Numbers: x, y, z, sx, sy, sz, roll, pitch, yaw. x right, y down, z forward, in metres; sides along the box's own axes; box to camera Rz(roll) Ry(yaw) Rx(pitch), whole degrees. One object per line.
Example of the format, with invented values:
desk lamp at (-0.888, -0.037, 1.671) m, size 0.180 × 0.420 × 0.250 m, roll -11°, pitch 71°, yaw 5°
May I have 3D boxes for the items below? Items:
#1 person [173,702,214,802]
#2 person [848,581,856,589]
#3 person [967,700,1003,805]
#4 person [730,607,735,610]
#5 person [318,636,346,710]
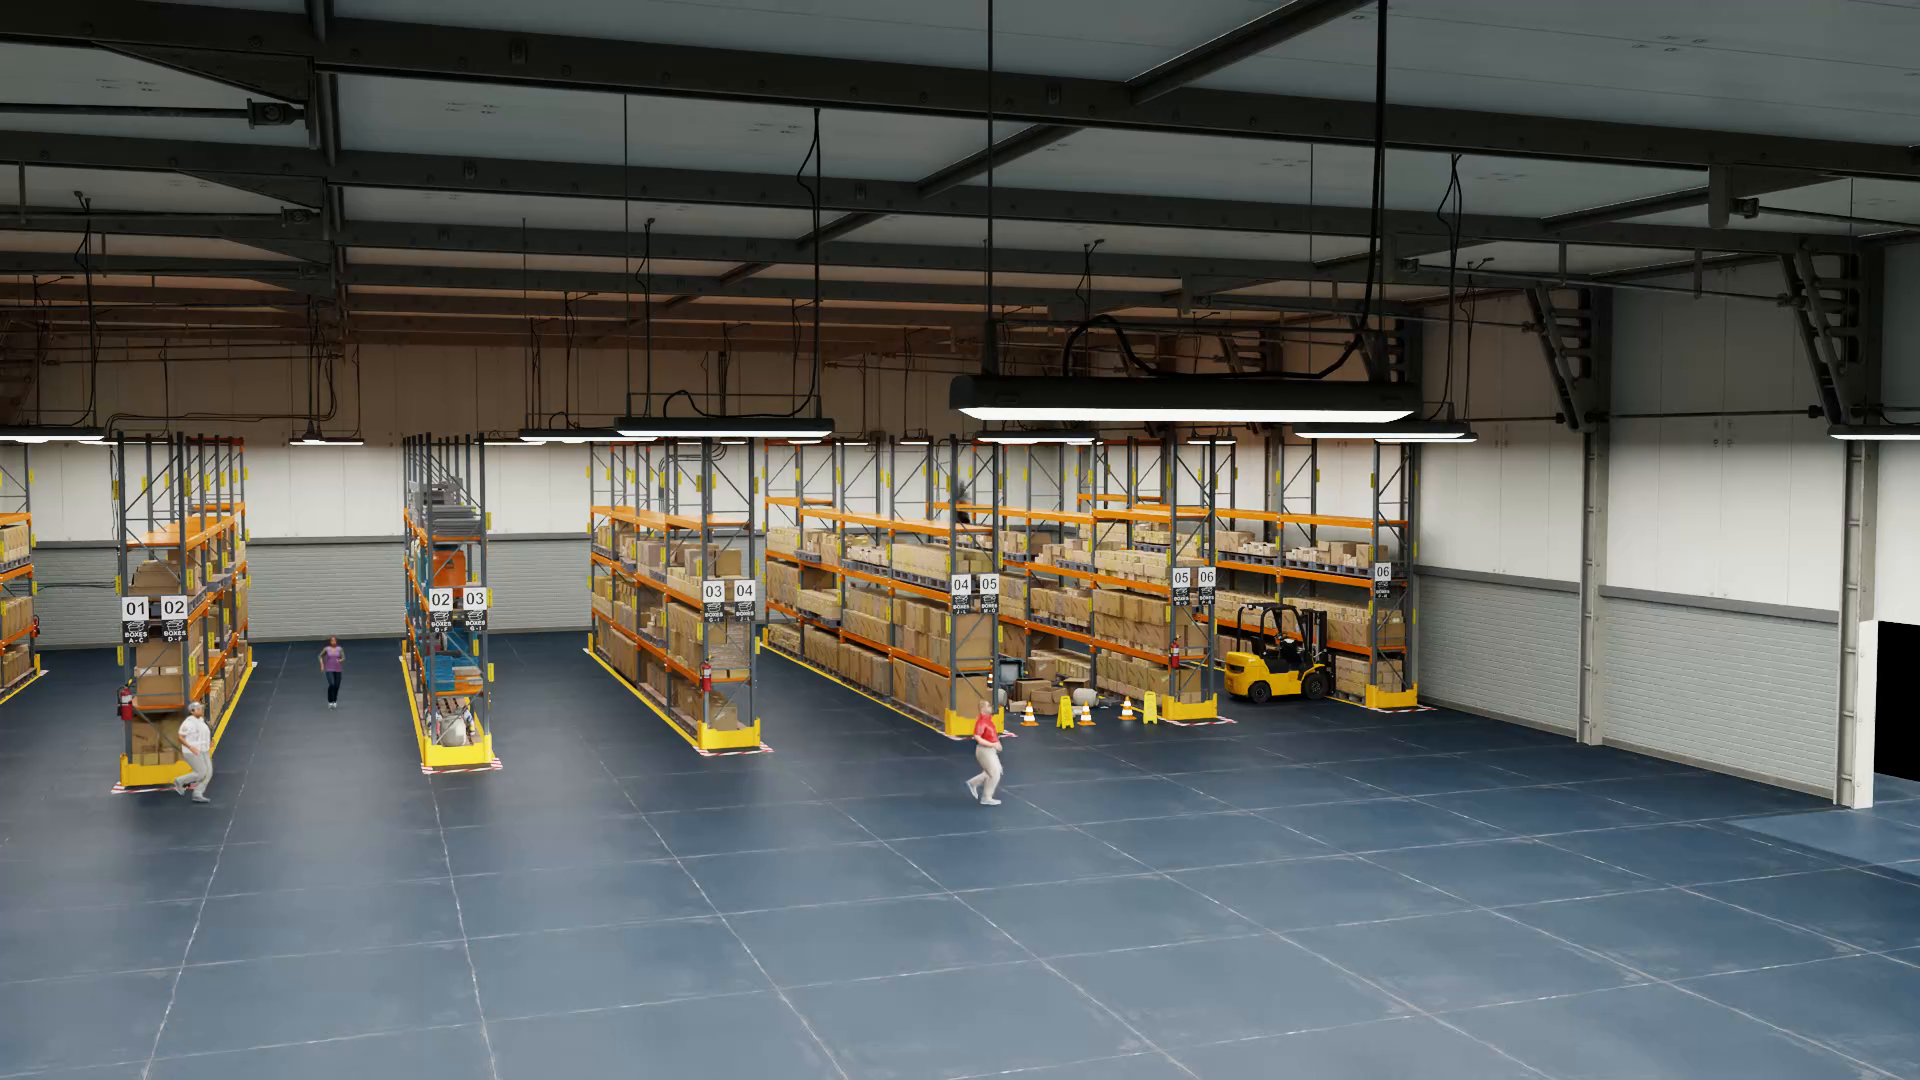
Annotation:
person at (-12.394, 3.430, 26.917) m, size 0.564 × 1.630 × 0.609 m, roll 0°, pitch 3°, yaw 4°
person at (-3.252, 2.093, 50.517) m, size 0.673 × 1.670 × 0.573 m, roll -1°, pitch 3°, yaw -19°
person at (0.399, 3.403, 26.666) m, size 0.628 × 1.671 × 0.661 m, roll 1°, pitch 3°, yaw 9°
person at (-6.733, 2.263, 47.510) m, size 0.695 × 1.703 × 0.825 m, roll 0°, pitch 3°, yaw 6°
person at (-13.720, 2.905, 36.401) m, size 0.503 × 1.617 × 0.682 m, roll -2°, pitch 4°, yaw -35°
